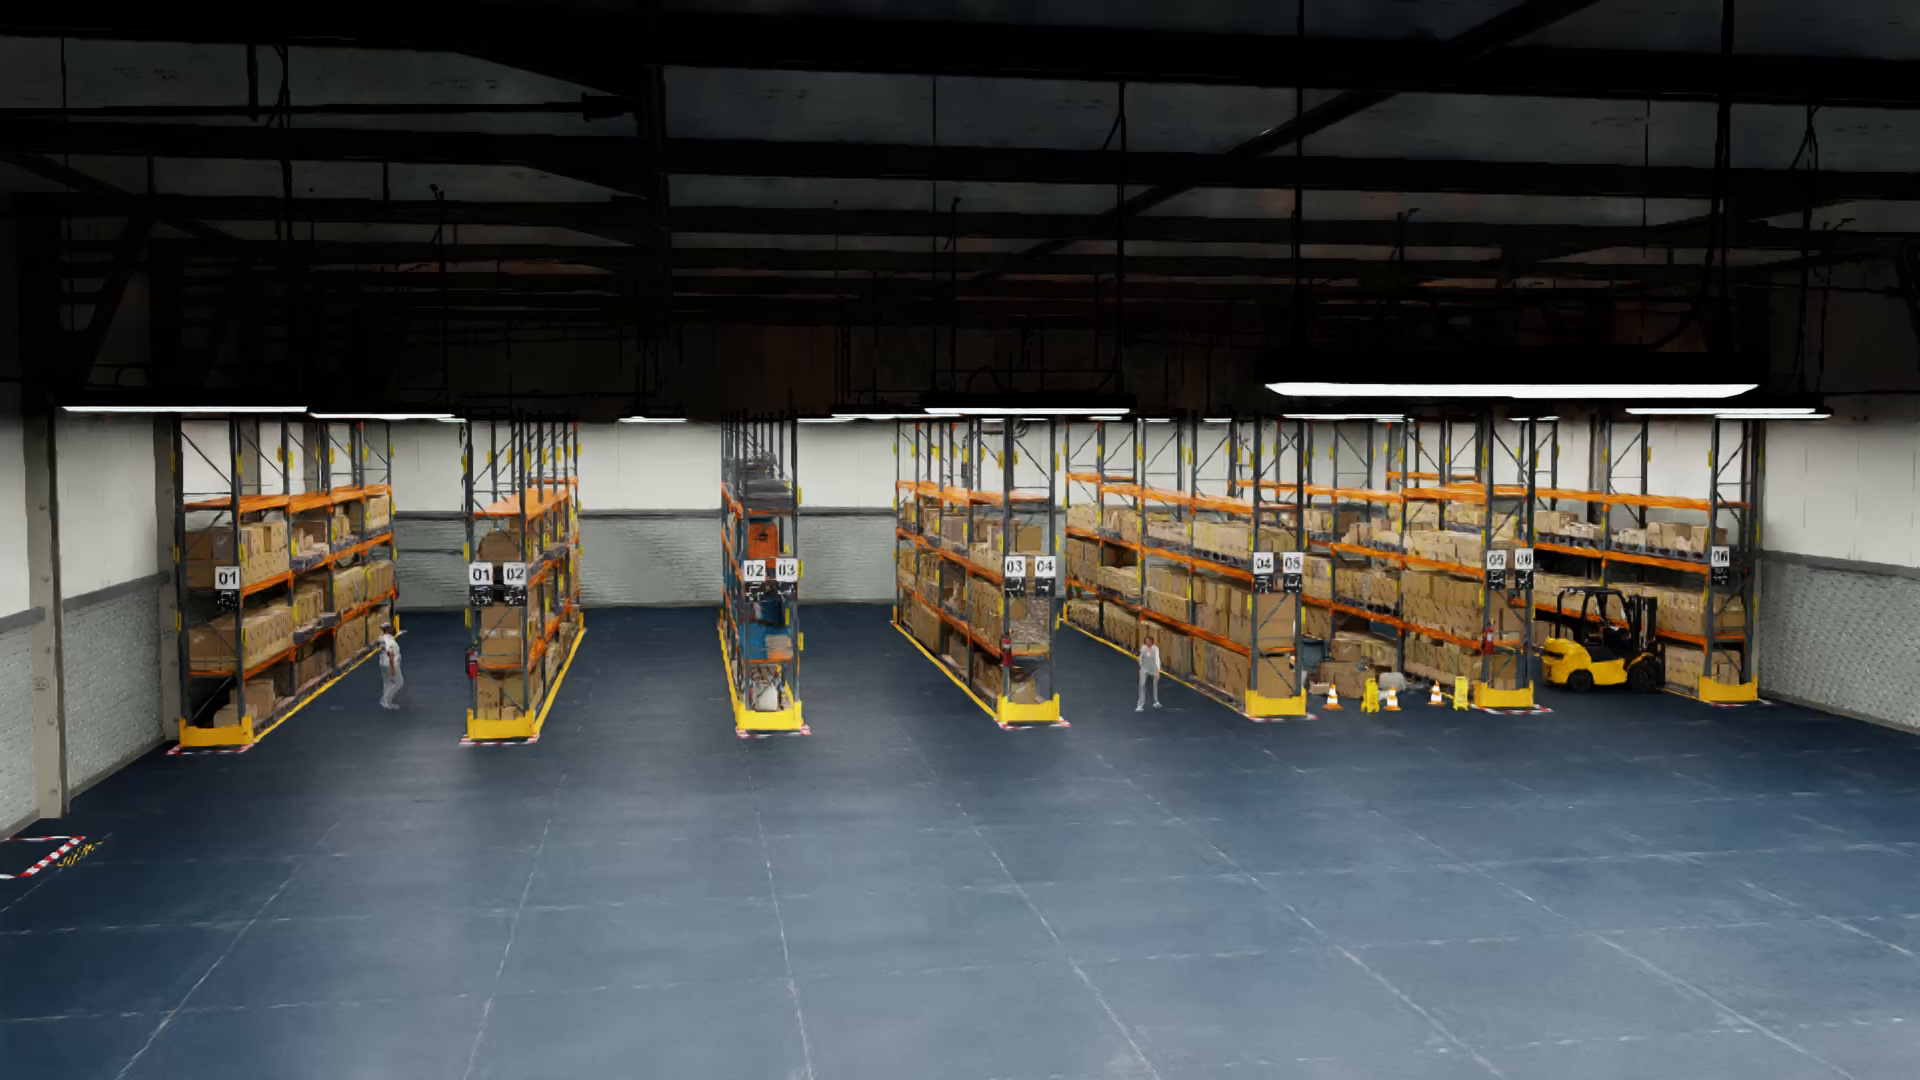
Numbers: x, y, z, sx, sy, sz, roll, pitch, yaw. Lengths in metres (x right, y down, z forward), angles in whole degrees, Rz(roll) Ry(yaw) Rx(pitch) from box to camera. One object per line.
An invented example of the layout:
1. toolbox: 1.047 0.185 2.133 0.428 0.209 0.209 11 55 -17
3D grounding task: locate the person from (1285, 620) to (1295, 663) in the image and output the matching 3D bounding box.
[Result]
1. person: 7.718 2.155 39.071 0.531 1.640 0.597 1 4 20

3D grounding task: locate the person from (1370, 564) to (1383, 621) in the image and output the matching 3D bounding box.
1. person: 12.146 1.520 48.126 0.391 1.674 0.572 0 4 -5

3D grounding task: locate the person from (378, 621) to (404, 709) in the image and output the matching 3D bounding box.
1. person: -11.447 2.520 33.318 0.470 1.754 0.588 -3 5 -39

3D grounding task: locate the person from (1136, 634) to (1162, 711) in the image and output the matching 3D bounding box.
1. person: 3.786 2.631 33.238 0.458 1.543 0.884 1 4 15

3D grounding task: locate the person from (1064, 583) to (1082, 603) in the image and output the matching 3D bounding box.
1. person: 3.605 1.157 52.879 0.566 1.784 0.620 4 6 44
